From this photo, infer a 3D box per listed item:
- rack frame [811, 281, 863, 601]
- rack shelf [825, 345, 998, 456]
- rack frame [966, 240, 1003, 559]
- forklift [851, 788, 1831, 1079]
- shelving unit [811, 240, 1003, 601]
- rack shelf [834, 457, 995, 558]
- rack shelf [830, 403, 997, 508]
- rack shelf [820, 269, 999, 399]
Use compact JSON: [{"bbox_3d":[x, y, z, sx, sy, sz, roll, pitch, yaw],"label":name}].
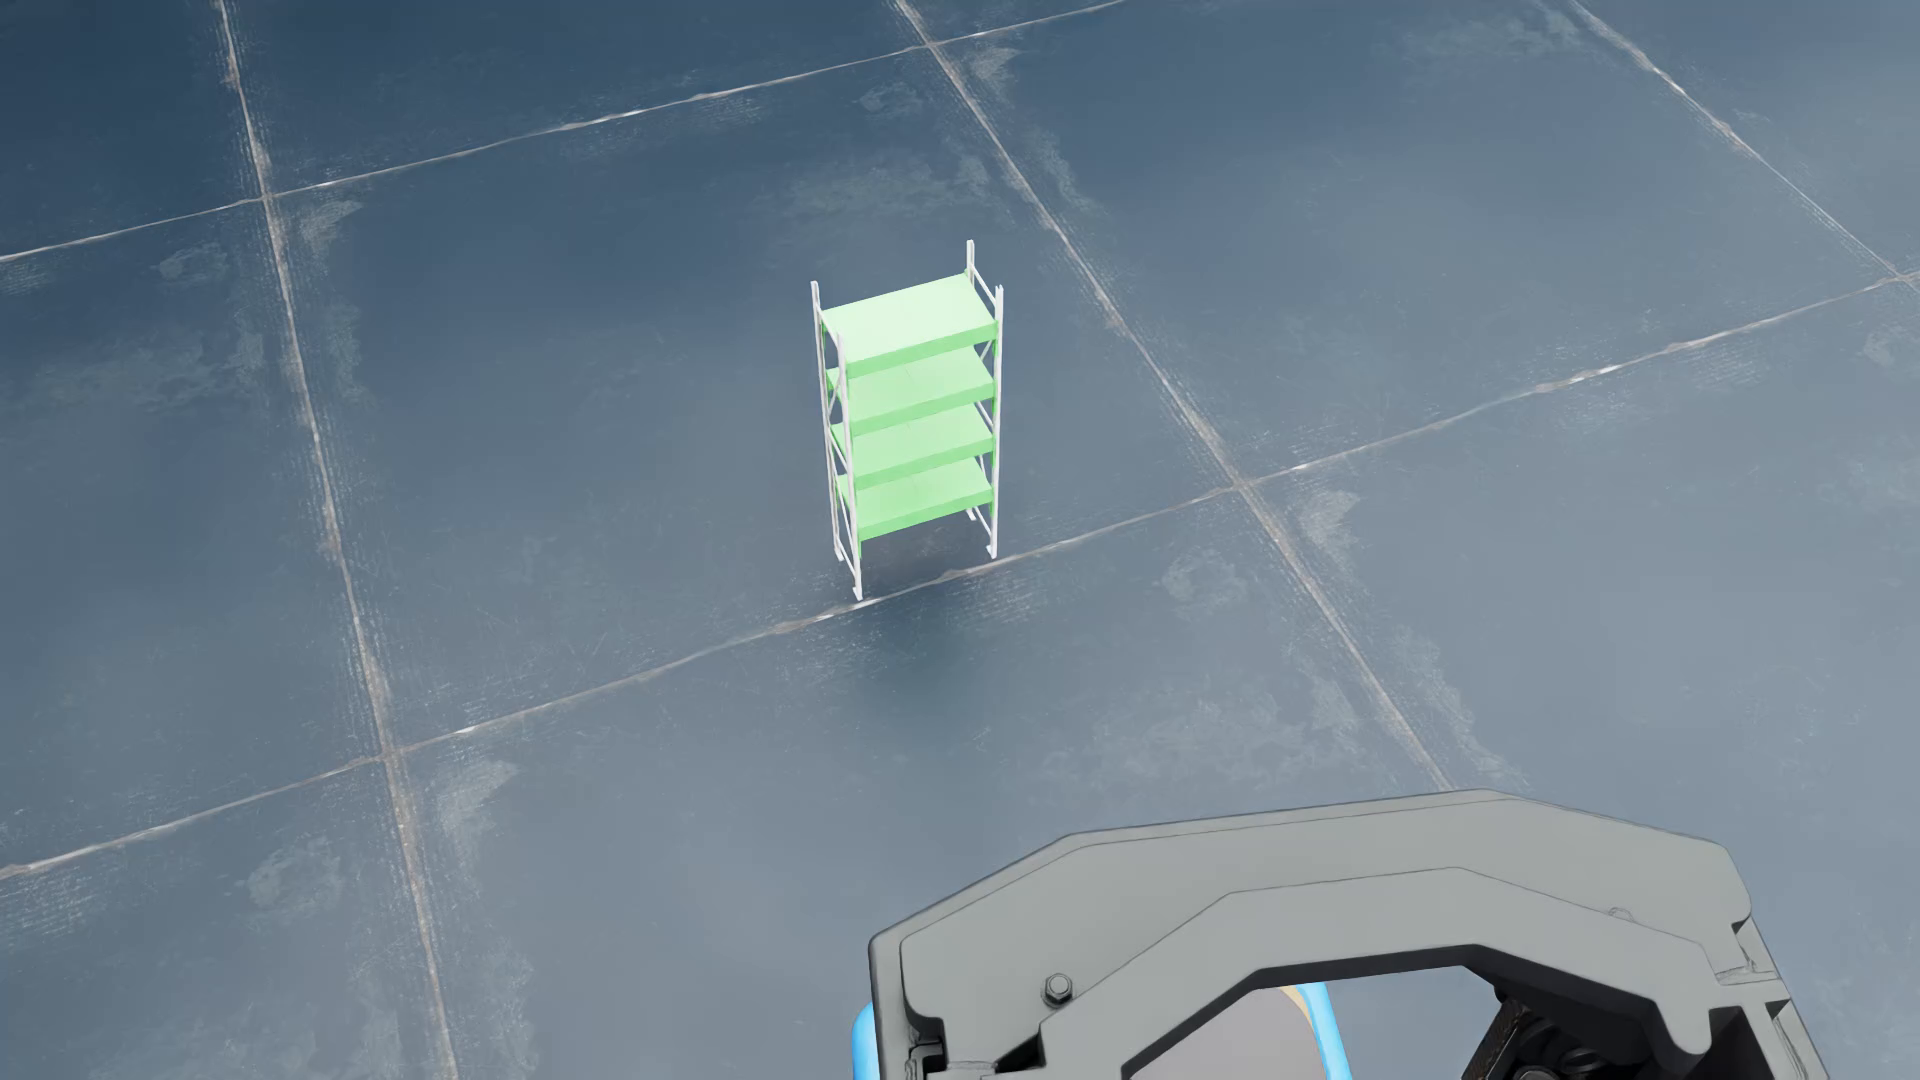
[{"bbox_3d":[-0.379,-0.273,5.194,0.015,1.200,0.240,-17,52,-14],"label":"rack frame"},{"bbox_3d":[-0.153,-0.458,5.120,0.480,0.148,0.258,-17,52,-14],"label":"rack shelf"},{"bbox_3d":[0.073,-0.413,5.314,0.015,1.200,0.240,-17,52,-14],"label":"rack frame"},{"bbox_3d":[0.452,1.778,2.291,1.130,2.935,3.031,-5,50,-5],"label":"forklift"},{"bbox_3d":[-0.153,-0.343,5.254,0.503,1.200,0.258,-17,52,-14],"label":"shelving unit"},{"bbox_3d":[-0.153,-0.145,5.485,0.480,0.148,0.258,-17,52,-14],"label":"rack shelf"},{"bbox_3d":[-0.153,-0.302,5.303,0.480,0.148,0.258,-17,52,-14],"label":"rack shelf"},{"bbox_3d":[-0.153,-0.615,4.938,0.480,0.148,0.258,-17,52,-14],"label":"rack shelf"}]
